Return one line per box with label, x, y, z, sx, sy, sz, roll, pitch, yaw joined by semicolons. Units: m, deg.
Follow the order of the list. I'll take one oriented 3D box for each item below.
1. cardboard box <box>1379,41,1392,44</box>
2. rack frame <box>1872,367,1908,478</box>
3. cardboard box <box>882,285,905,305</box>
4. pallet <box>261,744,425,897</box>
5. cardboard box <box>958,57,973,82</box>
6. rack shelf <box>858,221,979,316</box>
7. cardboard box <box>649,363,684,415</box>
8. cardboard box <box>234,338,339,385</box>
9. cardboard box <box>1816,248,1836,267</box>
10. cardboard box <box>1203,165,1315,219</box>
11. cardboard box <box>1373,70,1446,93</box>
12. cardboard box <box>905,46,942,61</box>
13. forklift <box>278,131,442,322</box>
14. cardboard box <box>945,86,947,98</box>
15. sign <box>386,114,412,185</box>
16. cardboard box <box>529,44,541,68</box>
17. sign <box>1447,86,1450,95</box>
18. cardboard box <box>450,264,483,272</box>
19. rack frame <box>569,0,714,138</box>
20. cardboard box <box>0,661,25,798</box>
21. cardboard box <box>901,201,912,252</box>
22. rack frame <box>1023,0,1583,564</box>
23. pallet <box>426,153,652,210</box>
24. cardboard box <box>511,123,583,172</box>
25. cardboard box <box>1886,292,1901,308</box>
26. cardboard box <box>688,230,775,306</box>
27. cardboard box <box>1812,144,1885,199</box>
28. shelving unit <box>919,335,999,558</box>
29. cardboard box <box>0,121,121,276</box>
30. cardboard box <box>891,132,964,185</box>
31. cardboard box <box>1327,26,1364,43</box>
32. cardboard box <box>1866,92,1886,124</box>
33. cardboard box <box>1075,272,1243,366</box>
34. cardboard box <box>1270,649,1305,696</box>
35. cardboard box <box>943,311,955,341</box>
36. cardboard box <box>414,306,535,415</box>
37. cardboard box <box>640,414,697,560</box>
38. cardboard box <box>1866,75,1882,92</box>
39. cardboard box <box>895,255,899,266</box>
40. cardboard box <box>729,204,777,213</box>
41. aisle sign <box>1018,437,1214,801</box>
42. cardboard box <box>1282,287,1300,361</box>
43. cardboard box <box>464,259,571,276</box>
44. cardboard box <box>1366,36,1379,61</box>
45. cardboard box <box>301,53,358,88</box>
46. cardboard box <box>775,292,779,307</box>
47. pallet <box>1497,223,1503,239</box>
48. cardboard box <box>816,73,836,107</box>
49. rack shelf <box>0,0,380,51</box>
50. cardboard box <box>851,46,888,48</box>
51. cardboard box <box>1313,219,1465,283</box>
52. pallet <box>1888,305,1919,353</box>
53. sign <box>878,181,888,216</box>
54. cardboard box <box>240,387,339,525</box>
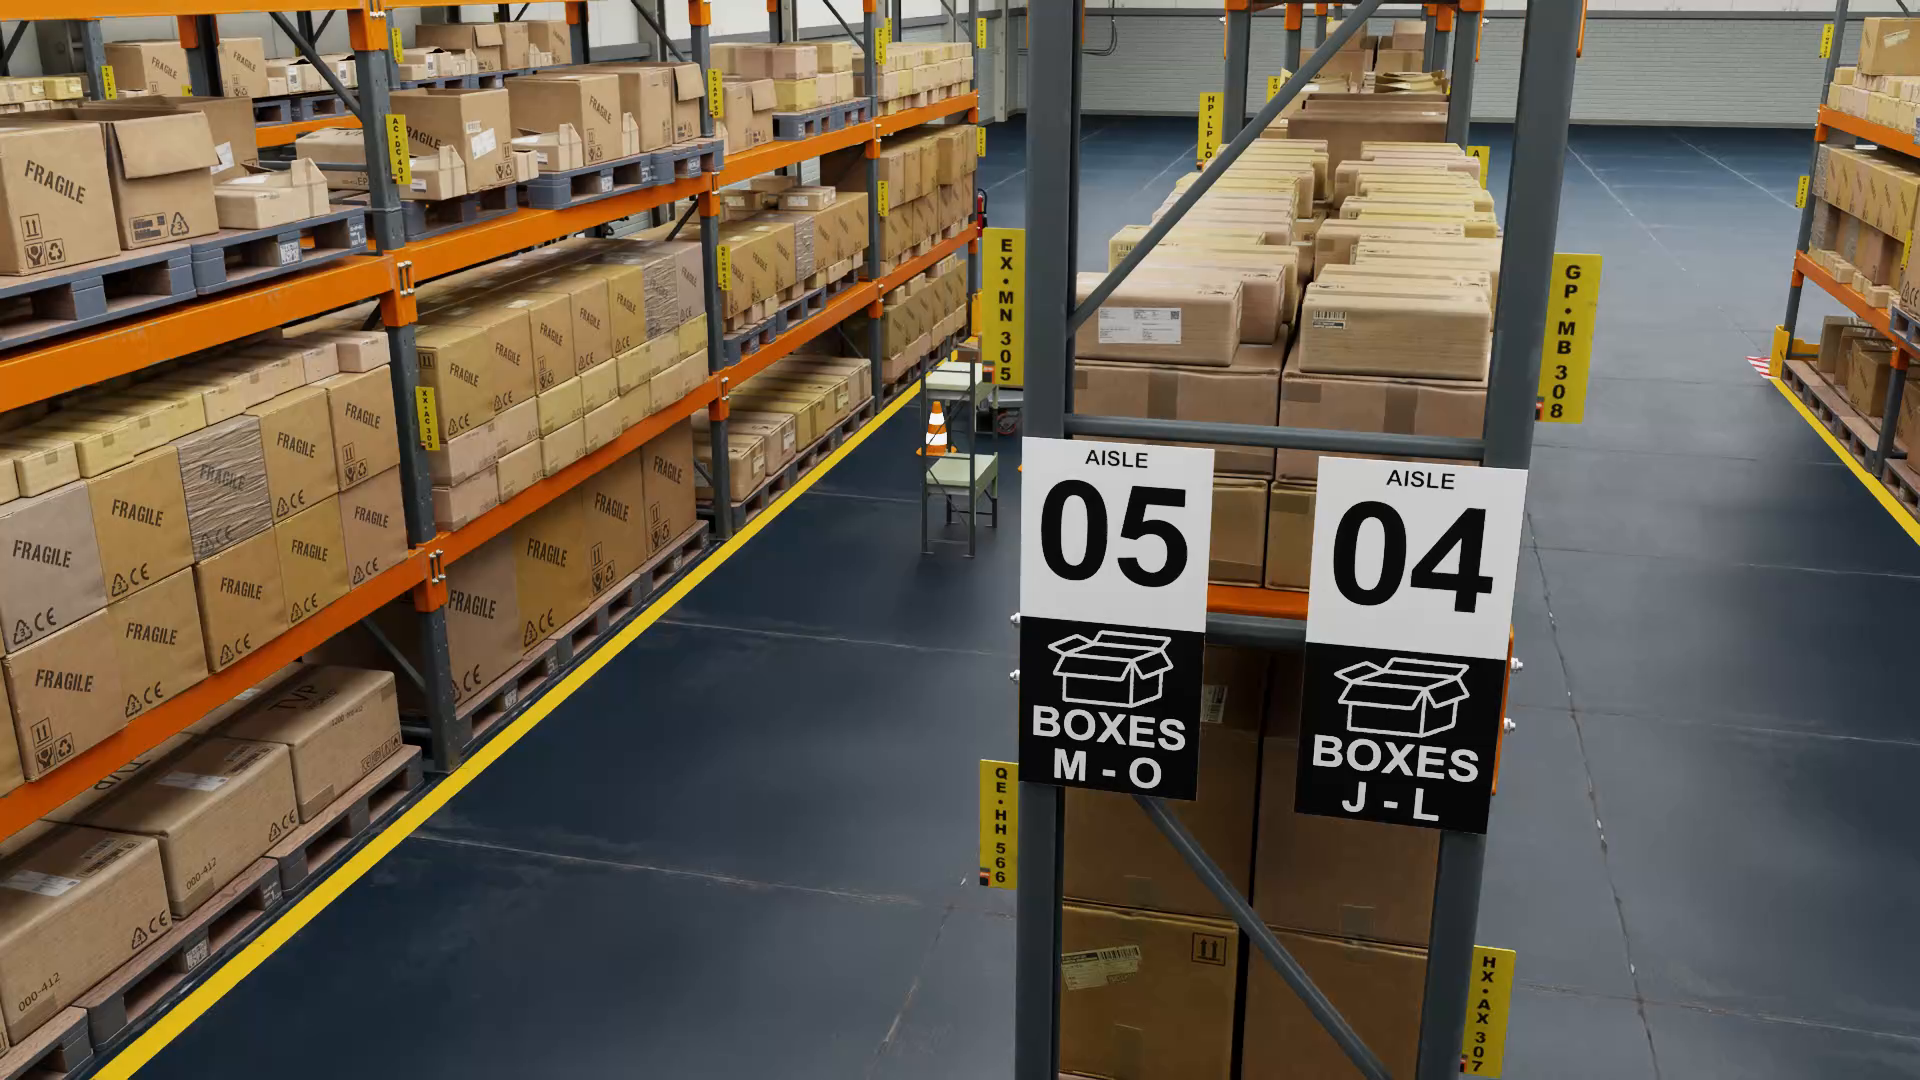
cardboard box;4.319;-4.696;16.122;0.500;0.250;0.500;5;19;14
rack frame;8.345;-1.931;13.700;1.000;3.000;0.127;5;19;13
cardboard box;-0.770;-2.471;16.721;0.380;0.149;0.250;5;19;14
pallet;-3.481;1.346;8.421;1.003;0.211;1.213;5;19;13
cardboard box;-0.151;-5.275;18.621;0.500;0.250;0.500;4;19;13
rack shelf;-0.776;-3.000;17.943;1.077;0.370;4.000;5;19;13
cardboard box;-2.223;-1.048;11.348;0.500;0.250;0.500;5;19;14
cardboard box;-3.155;-0.838;7.794;0.380;0.149;0.250;5;20;15
cardboard box;8.867;-2.841;16.754;0.380;0.149;0.250;5;19;13
cardboard box;1.044;-1.222;5.826;0.380;0.149;0.250;4;19;12
cardboard box;2.625;-2.620;9.739;0.396;0.266;0.258;5;19;13
cardboard box;-0.407;-5.205;17.800;0.380;0.149;0.250;5;19;13
forklift;-4.742;-1.896;13.703;1.130;2.935;3.031;-1;19;-4
cardboard box;-0.356;-4.899;18.136;0.380;0.149;0.250;5;19;14
sign;-2.680;-1.864;7.942;0.100;0.325;0.005;5;19;13
cardboard box;-5.071;-5.597;19.195;0.396;0.266;0.258;5;19;14
sign;3.109;-2.721;10.573;0.100;0.325;0.005;5;19;13
cardboard box;-5.411;-2.918;18.648;0.500;0.250;0.500;5;20;15
rack frame;-2.242;-4.299;11.351;1.000;3.000;0.127;5;19;13
cardboard box;-3.704;0.712;5.808;0.500;0.500;0.500;4;19;13
cardboard box;-0.786;-3.177;16.732;0.500;0.500;0.500;5;19;13
rack frame;0.629;-1.432;2.958;1.000;3.000;0.127;5;19;13
pallet;-2.618;-2.233;10.236;1.003;0.211;1.213;6;20;16
cardboard box;-2.433;-2.306;9.715;0.396;0.266;0.258;6;20;18
cardboard box;8.302;-2.054;14.448;0.380;0.149;0.250;5;19;13
cardboard box;-1.787;-2.133;13.028;0.500;0.500;0.500;6;20;16
cardboard box;8.924;-3.695;16.703;0.500;0.500;0.500;5;19;13
shelving unit;0.002;-0.712;12.451;0.431;1.500;0.755;5;19;13
cardboard box;-3.558;-1.285;6.210;0.500;0.500;0.500;5;19;14
cardboard box;-0.356;-4.125;17.962;0.700;0.500;0.500;4;19;13
cardboard box;3.650;-4.813;15.849;0.380;0.149;0.250;4;19;13
cardboard box;8.587;-3.922;15.120;0.500;0.250;0.500;5;20;15
cardboard box;0.425;-0.494;3.695;0.380;0.149;0.250;4;19;13
cardboard box;1.113;0.467;4.517;0.500;0.500;0.500;5;20;15
cardboard box;-0.358;-2.428;18.761;0.500;0.250;0.500;5;19;14
cardboard box;-2.735;-1.003;9.283;0.500;0.500;0.500;5;19;13
cardboard box;-2.491;-0.443;11.981;0.875;0.875;0.875;4;19;13
cardboard box;8.680;-4.249;15.460;0.380;0.149;0.250;4;19;11
cardboard box;-0.830;-2.837;16.741;0.380;0.149;0.250;5;19;13
cardboard box;-1.913;-2.665;14.585;0.500;0.500;0.500;5;19;13
aisle sign;0.320;0.176;3.510;0.394;0.787;0.004;5;19;13
cardboard box;0.618;-0.503;4.337;0.500;0.250;0.500;4;19;12
cardboard box;-2.852;-1.528;10.818;0.500;0.500;0.500;5;20;15
cardboard box;4.171;-5.212;17.634;0.500;0.250;0.500;5;19;13
cardboard box;-6.019;-4.482;15.860;0.500;0.311;0.500;4;19;12
cardboard box;-1.698;-1.961;13.527;0.380;0.149;0.250;6;20;17
pallet;1.860;-1.362;7.686;1.213;0.211;1.003;5;19;13
cardboard box;-1.395;-3.908;14.430;0.500;0.250;0.500;5;19;14
rack shelf;-3.708;-1.888;6.026;1.077;0.370;4.000;5;19;13
cardboard box;-0.983;-5.163;17.676;0.380;0.149;0.250;5;20;15
cardboard box;1.166;-0.773;4.512;0.380;0.149;0.250;5;20;15
pallet;8.018;-1.612;13.063;1.003;0.211;1.213;5;19;13
sign;-0.725;-3.219;15.679;0.100;0.325;0.005;5;19;13
cardboard box;-3.198;-0.398;7.512;0.500;0.500;0.500;4;19;13
